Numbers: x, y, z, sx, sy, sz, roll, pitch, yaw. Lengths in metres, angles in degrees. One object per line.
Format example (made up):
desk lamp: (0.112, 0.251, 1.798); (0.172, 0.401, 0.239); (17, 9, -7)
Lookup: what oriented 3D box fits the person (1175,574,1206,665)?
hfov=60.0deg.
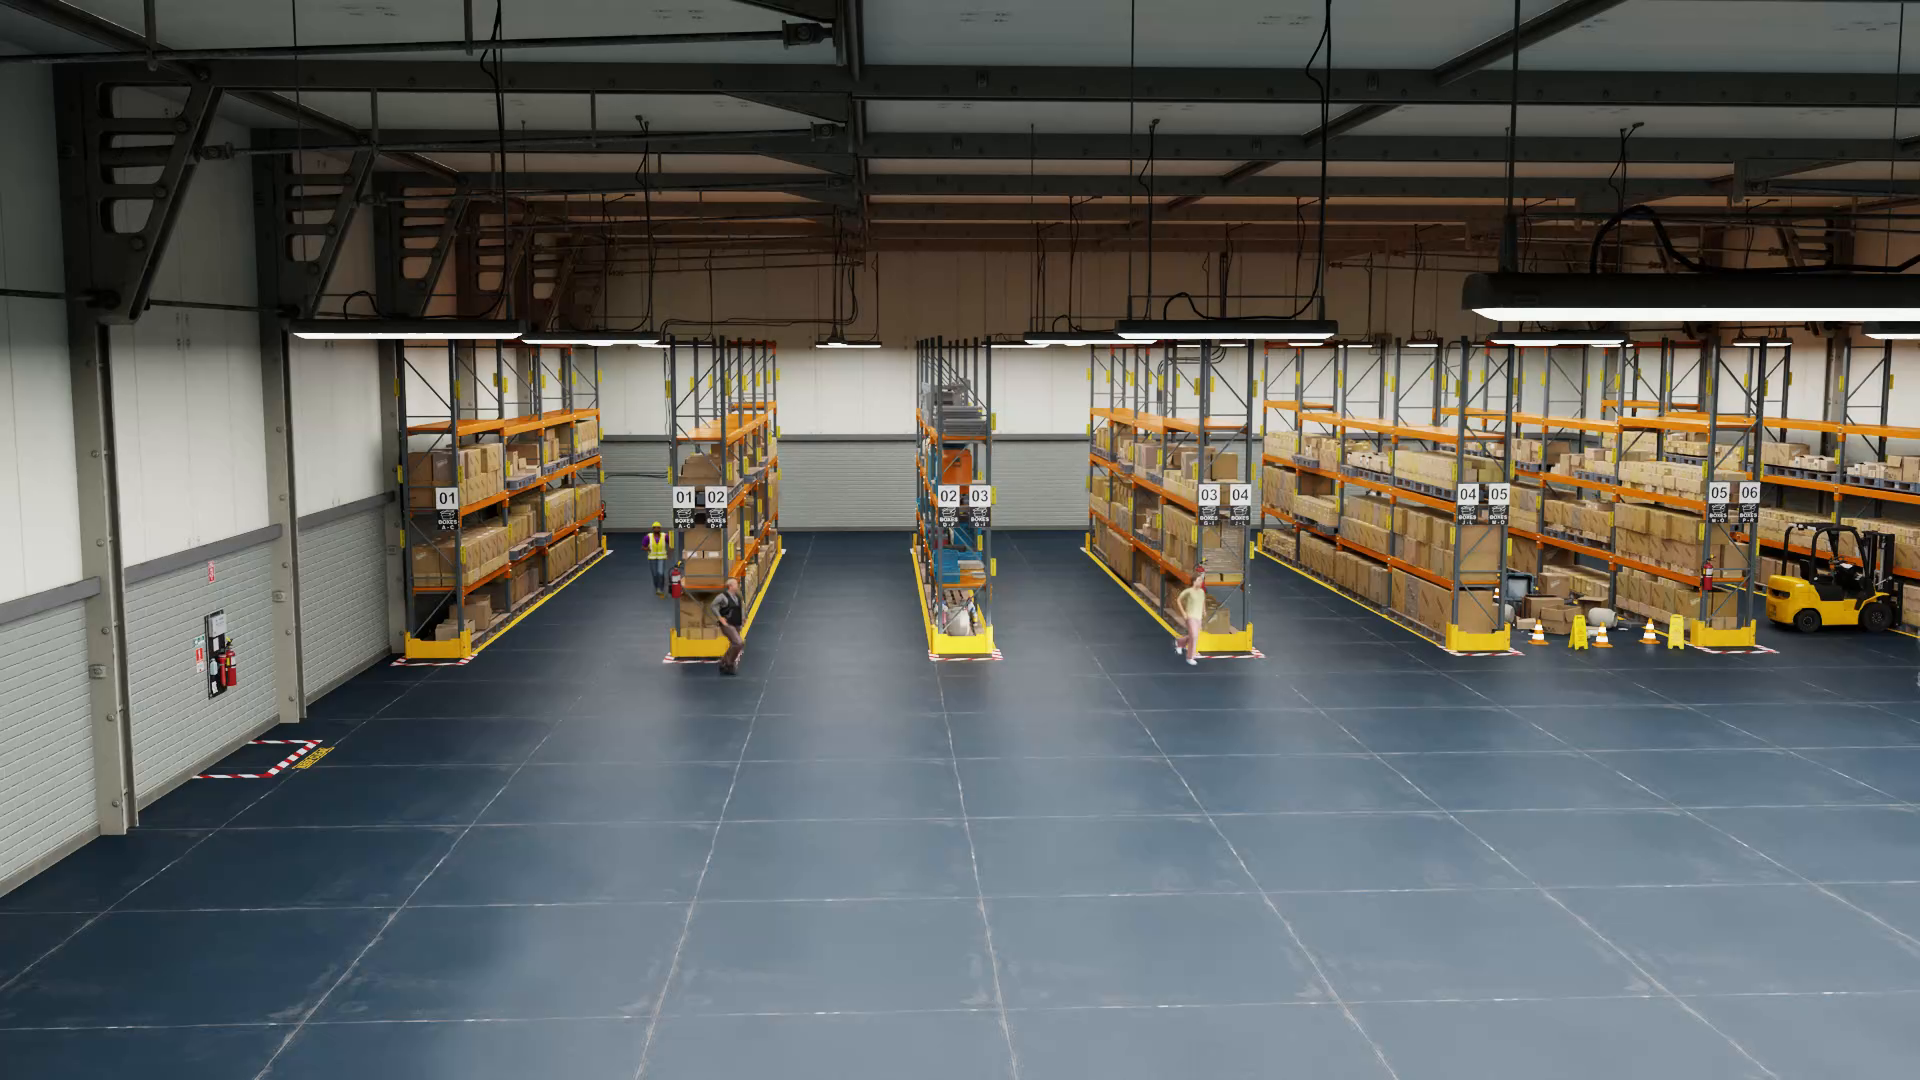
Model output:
person: (4.287, 1.448, 30.766); (0.619, 1.629, 0.736); (-4, 8, -33)

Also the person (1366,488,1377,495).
person: (12.197, -0.764, 49.420); (0.846, 1.732, 0.730); (1, 7, 7)

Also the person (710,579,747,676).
person: (-4.033, 1.542, 29.444); (0.655, 1.710, 0.671); (4, 8, 32)

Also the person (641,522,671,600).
person: (-7.040, 0.479, 38.584); (0.674, 1.827, 0.773); (0, 7, -4)
